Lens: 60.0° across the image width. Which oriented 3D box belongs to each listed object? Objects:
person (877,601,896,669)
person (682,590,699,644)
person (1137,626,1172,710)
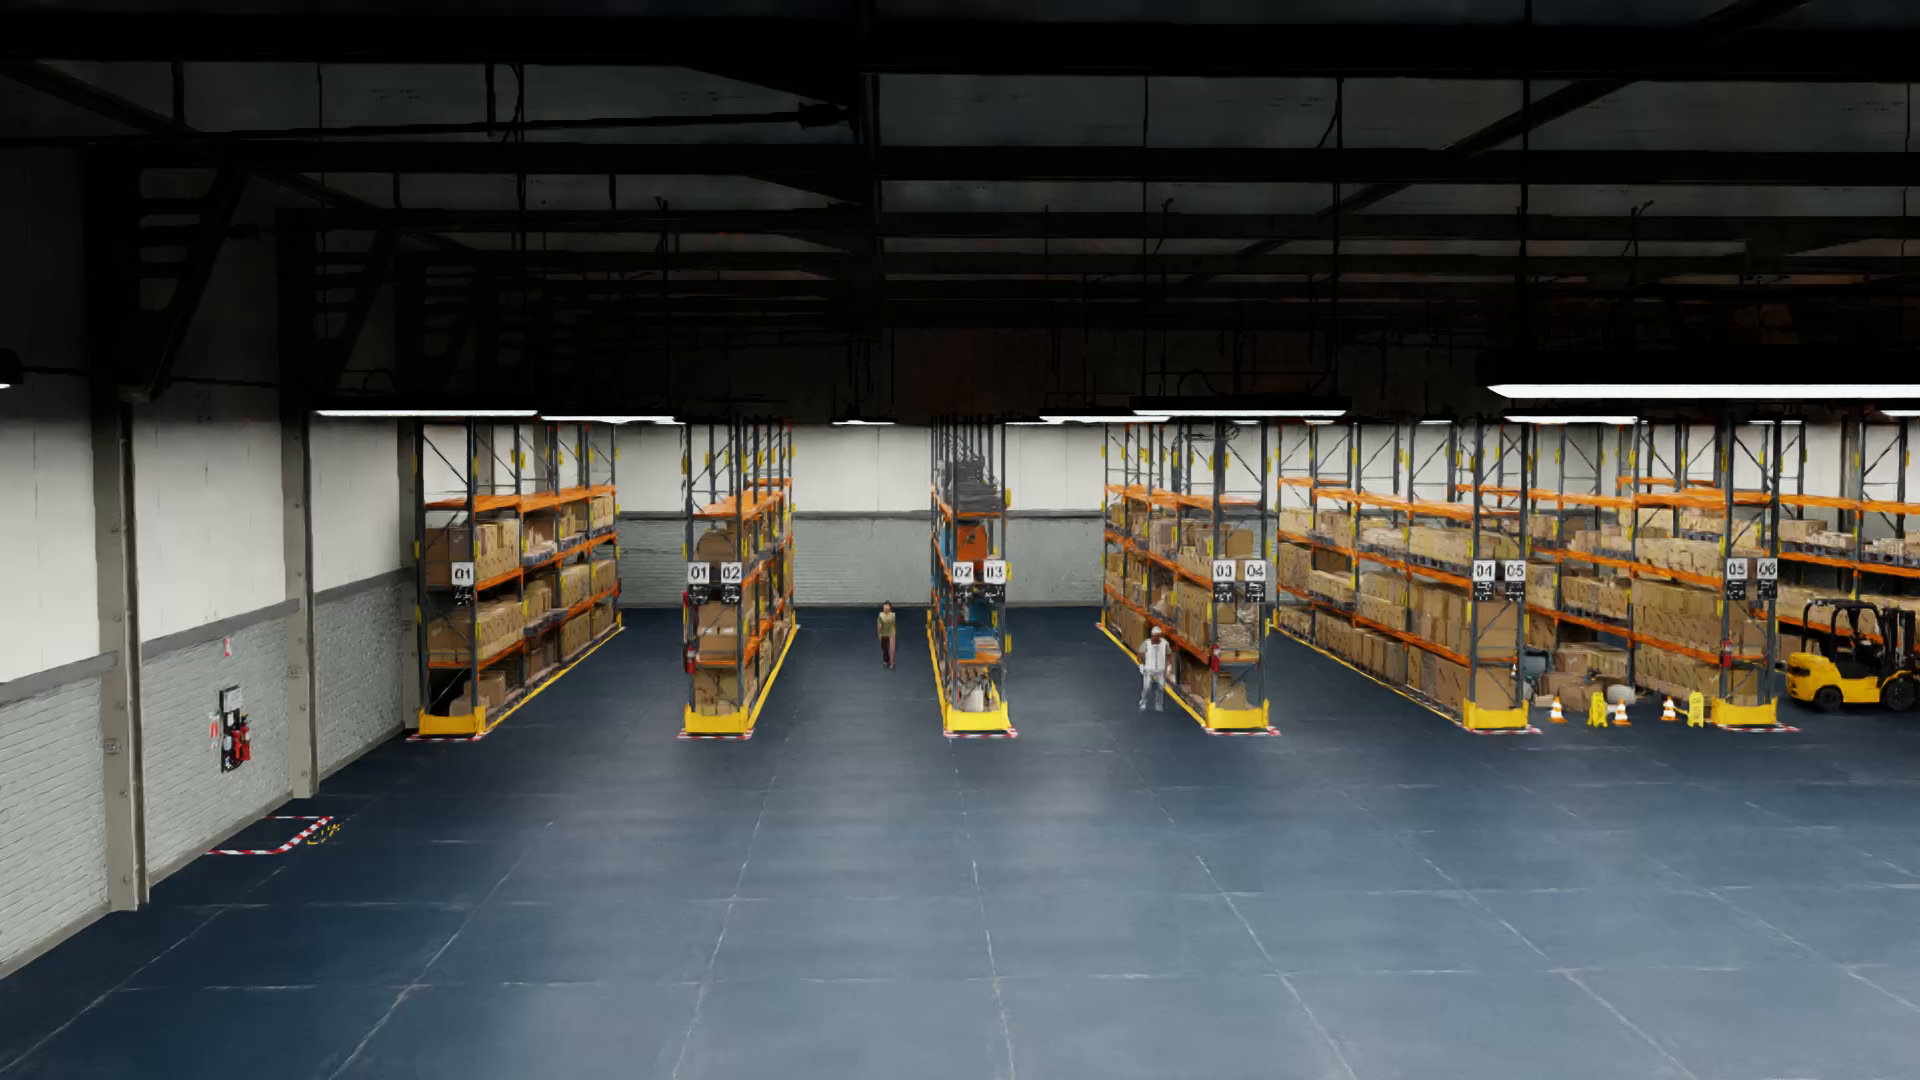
[{"bbox_3d":[-1.736,2.231,39.393,0.448,1.590,1.110,0,4,0],"label":"person"},{"bbox_3d":[-7.051,1.898,43.809,0.541,1.642,1.116,0,4,-4],"label":"person"},{"bbox_3d":[3.911,2.555,33.456,0.689,1.671,0.548,0,4,-3],"label":"person"}]
